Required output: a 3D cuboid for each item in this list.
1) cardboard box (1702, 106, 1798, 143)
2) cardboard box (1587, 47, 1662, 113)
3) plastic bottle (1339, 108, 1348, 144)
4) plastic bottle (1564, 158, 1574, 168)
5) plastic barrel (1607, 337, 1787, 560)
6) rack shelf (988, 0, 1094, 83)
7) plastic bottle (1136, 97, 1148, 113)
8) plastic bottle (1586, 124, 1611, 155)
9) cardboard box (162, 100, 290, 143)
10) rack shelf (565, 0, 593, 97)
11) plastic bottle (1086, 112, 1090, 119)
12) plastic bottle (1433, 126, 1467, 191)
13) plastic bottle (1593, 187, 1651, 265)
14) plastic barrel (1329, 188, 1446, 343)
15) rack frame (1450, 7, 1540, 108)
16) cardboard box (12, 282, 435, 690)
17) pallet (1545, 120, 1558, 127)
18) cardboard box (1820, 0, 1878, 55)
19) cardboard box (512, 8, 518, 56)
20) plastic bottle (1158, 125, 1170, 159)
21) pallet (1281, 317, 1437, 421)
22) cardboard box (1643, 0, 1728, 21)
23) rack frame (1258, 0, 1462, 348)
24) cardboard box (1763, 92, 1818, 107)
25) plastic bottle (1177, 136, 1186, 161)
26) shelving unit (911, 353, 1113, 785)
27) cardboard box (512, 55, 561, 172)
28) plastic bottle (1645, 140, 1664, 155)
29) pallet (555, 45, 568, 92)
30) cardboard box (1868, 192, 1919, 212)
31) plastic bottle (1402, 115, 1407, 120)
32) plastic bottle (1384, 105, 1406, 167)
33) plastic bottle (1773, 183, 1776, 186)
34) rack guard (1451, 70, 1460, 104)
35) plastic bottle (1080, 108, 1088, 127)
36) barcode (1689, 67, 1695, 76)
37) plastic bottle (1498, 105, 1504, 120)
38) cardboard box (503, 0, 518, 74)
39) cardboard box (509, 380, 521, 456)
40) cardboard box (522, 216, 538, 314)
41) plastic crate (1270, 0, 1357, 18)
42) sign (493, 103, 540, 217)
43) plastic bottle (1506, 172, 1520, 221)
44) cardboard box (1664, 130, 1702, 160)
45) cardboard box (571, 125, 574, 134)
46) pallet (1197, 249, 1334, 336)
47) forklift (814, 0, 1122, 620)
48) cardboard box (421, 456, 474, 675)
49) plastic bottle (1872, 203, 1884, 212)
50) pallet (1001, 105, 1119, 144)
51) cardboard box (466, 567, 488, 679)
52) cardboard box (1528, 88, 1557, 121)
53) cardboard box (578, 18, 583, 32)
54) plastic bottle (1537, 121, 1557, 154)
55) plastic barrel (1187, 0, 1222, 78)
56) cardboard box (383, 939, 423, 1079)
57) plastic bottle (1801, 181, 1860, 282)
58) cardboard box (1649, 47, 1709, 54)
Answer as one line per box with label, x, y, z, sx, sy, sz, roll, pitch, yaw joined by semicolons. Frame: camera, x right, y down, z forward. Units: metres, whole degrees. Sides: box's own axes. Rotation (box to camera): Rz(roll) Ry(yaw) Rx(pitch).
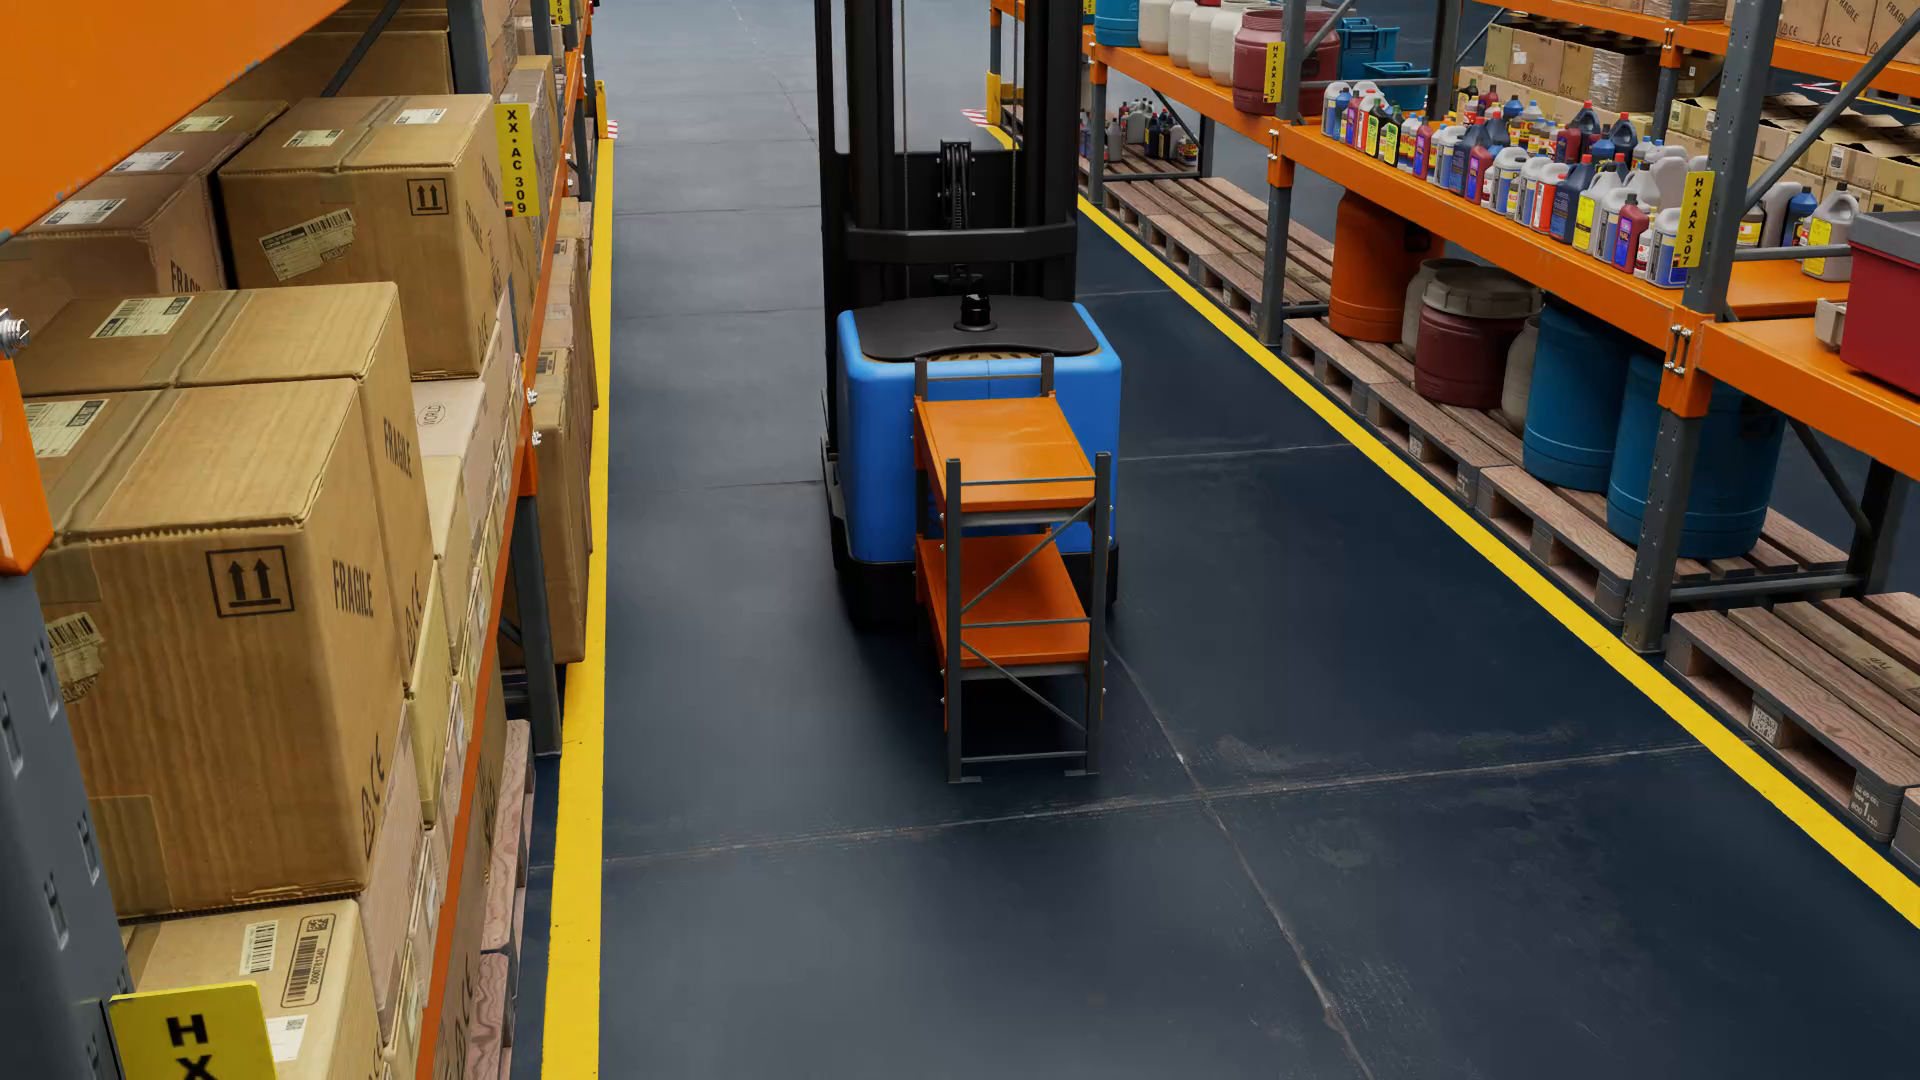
cardboard box;6.337;-3.322;13.319;0.500;0.311;0.500;-5;24;-10
cardboard box;6.036;-4.151;14.980;0.500;0.500;0.500;-4;24;-10
plastic bottle;2.064;-2.201;8.791;0.097;0.201;0.097;0;24;0
plastic bottle;2.571;-1.483;7.058;0.097;0.271;0.097;0;24;0
plastic barrel;2.945;-0.445;6.619;0.600;0.901;0.708;-4;24;-10
rack shelf;1.179;-4.603;14.940;1.077;0.370;4.000;-4;24;-10
plastic bottle;1.660;-3.796;14.954;0.144;0.351;0.185;-3;24;-8
plastic bottle;2.993;-1.812;7.797;0.061;0.283;0.133;-4;24;-10
cardboard box;-2.002;-0.836;4.296;0.500;0.500;0.500;-4;24;-10
rack shelf;-3.688;-4.236;14.101;1.077;0.370;4.000;-4;24;-10
plastic bottle;1.130;-3.609;14.611;0.061;0.283;0.133;-4;24;-10
plastic bottle;2.308;-1.776;7.724;0.152;0.276;0.135;-4;24;-10
plastic bottle;2.570;-1.217;6.444;0.152;0.276;0.135;-4;24;-10
plastic barrel;2.396;-1.579;9.305;0.600;0.830;0.708;-4;24;-10
rack frame;5.678;-6.084;17.433;1.000;3.000;0.127;-4;24;-10
cardboard box;-1.117;-0.079;2.562;0.500;0.500;0.500;-5;24;-11
pallet;6.083;-4.030;16.213;1.003;0.211;1.213;-4;24;-10
cardboard box;6.734;-3.849;12.191;0.500;0.500;0.500;-4;24;-10
cardboard box;-2.919;-2.866;9.414;0.700;0.500;0.500;-1;24;-2
plastic bottle;1.730;-3.377;14.080;0.061;0.283;0.133;-4;24;-10
pallet;2.475;-0.988;9.247;1.003;0.211;1.213;-4;24;-10
cardboard box;6.329;-4.731;14.209;0.700;0.500;0.500;-5;24;-11
rack frame;2.289;-2.572;9.392;1.000;3.000;0.127;-4;24;-10
cardboard box;6.774;-3.562;13.869;0.500;0.311;0.500;-4;24;-10
plastic bottle;1.883;-3.303;14.011;0.097;0.201;0.097;0;24;0
shelving unit;0.148;0.063;5.701;0.538;1.125;1.048;-3;24;-6
cardboard box;-2.244;-2.076;8.130;0.500;0.500;0.500;-4;24;-8
plastic bottle;3.109;-1.653;7.449;0.097;0.271;0.097;0;24;0
pallet;-2.985;-2.894;10.367;1.003;0.211;1.213;-4;24;-10
cardboard box;6.722;-2.261;11.591;0.500;0.250;0.500;-5;24;-10
plastic bottle;2.256;-2.122;8.609;0.097;0.201;0.097;0;24;0
plastic bottle;2.159;-1.996;8.218;0.061;0.283;0.133;-4;24;-10
plastic bottle;3.255;-1.342;6.736;0.097;0.271;0.097;0;24;0
rack guard;5.674;-4.948;17.955;1.175;0.500;0.348;-4;24;-10
plastic bottle;1.052;-3.568;14.432;0.144;0.351;0.185;-4;24;-10
barcode;6.056;-3.876;13.750;0.001;0.075;0.075;-4;24;-10
plastic bottle;2.847;-2.178;8.737;0.097;0.201;0.097;0;24;0
cardboard box;-2.460;-2.423;7.671;0.797;0.503;0.637;-3;24;-8
cardboard box;-1.413;-0.320;4.549;0.380;0.149;0.250;-4;24;-9
cardboard box;-1.772;-1.075;5.840;0.500;0.500;0.500;-4;24;-10
plastic crate;2.291;-3.260;10.887;0.402;0.464;0.583;-4;24;-10
sign;-1.294;-1.107;4.857;0.100;0.325;0.005;-4;24;-10
plastic bottle;2.404;-1.478;7.134;0.097;0.201;0.097;0;24;0
cardboard box;6.249;-3.266;13.892;0.500;0.250;0.500;-5;24;-11
cardboard box;-3.815;-3.920;15.076;0.500;0.500;0.500;2;24;4
pallet;2.184;-1.602;10.655;1.003;0.211;1.213;-4;24;-10
forklift;-0.075;-1.591;7.231;1.130;2.935;3.031;-3;24;-6
cardboard box;-1.217;0.058;3.186;0.500;0.250;0.500;-5;24;-11
plastic bottle;3.380;-1.121;6.216;0.061;0.283;0.133;-4;24;-10
pallet;1.015;-4.095;16.362;1.003;0.211;1.213;-4;24;-10
cardboard box;-1.177;0.184;3.395;0.380;0.149;0.250;-4;24;-9
cardboard box;5.834;-4.199;16.028;0.500;0.250;0.500;-4;24;-10
cardboard box;-3.231;-4.166;13.354;0.380;0.149;0.250;-4;24;-10
plastic bottle;2.937;-1.987;8.299;0.097;0.201;0.097;0;24;0
plastic barrel;1.726;-3.357;11.018;0.433;0.535;0.433;0;24;0
cardboard box;-0.937;0.690;2.235;0.380;0.149;0.250;-5;24;-11
plastic bottle;3.274;-1.155;6.208;0.144;0.351;0.185;-4;24;-10
cardboard box;6.539;-4.189;15.067;0.500;0.500;0.500;-4;24;-10
